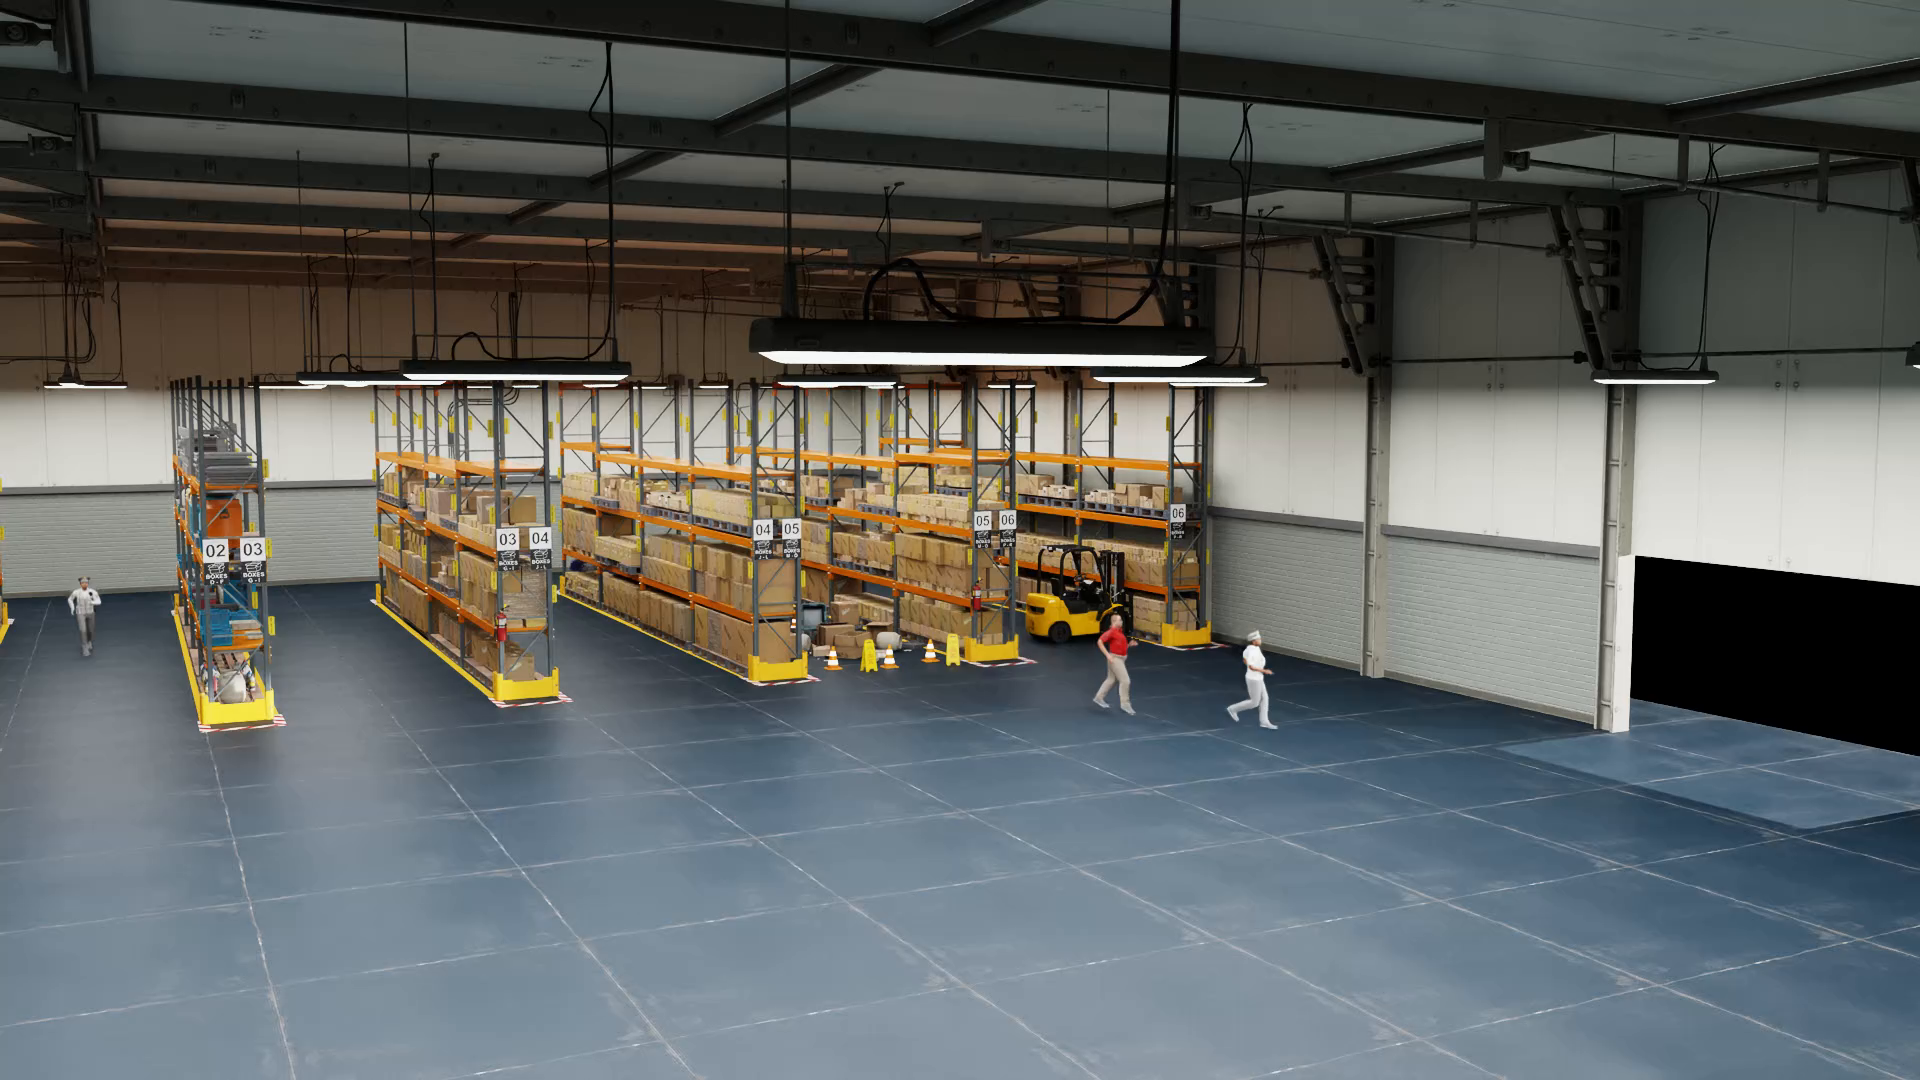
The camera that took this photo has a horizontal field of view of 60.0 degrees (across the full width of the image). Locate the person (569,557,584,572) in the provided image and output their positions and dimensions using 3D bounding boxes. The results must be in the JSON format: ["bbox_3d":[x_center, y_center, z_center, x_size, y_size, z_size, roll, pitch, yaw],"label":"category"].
[{"bbox_3d":[-11.116,0.692,48.691,0.680,1.425,0.602,-2,6,-26],"label":"person"}]

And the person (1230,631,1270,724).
[{"bbox_3d":[4.941,2.333,28.269,0.665,1.608,0.542,1,5,11],"label":"person"}]

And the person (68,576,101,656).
[{"bbox_3d":[-19.078,1.629,36.287,0.607,1.689,0.935,-4,6,-35],"label":"person"}]

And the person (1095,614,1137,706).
[{"bbox_3d":[2.784,2.135,29.704,0.783,1.618,0.640,1,5,16],"label":"person"}]
